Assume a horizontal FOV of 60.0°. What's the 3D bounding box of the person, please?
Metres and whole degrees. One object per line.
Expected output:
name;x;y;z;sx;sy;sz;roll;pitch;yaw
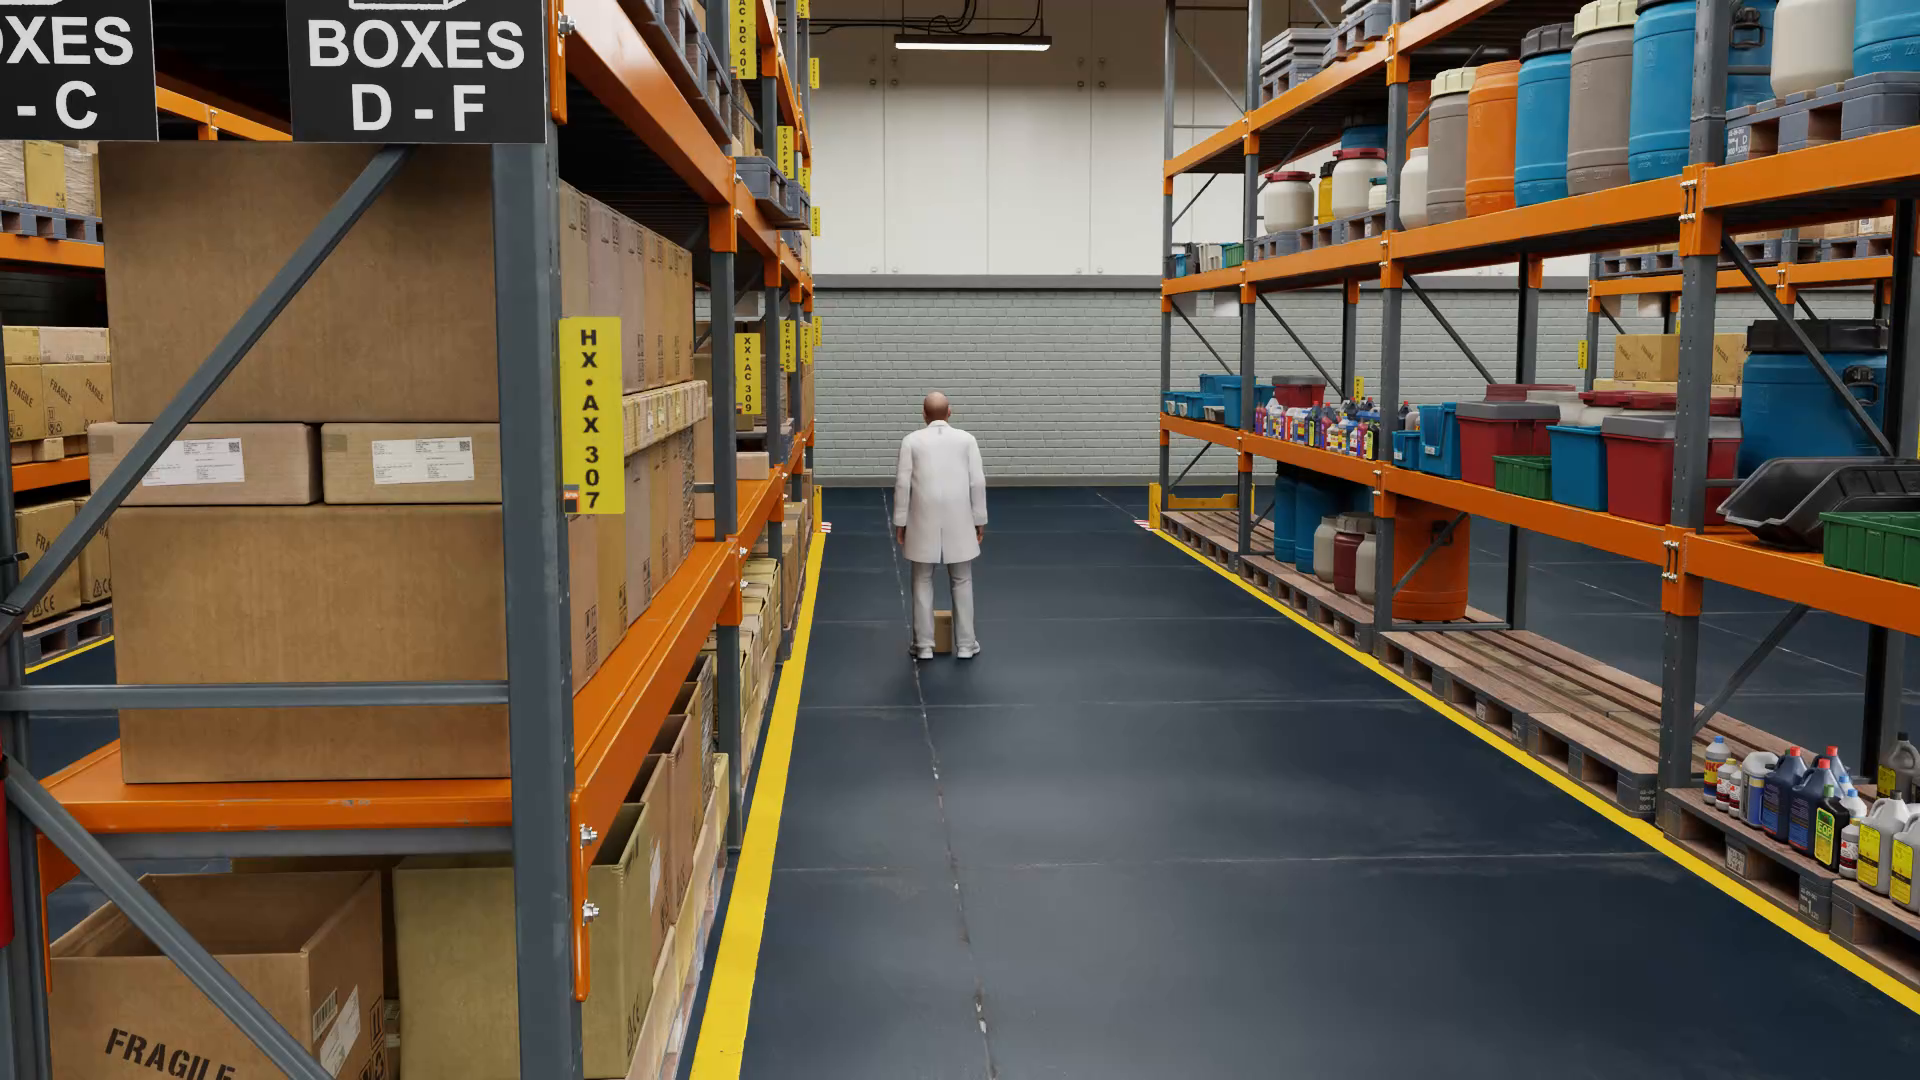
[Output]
person;-0.133;-0.098;11.140;0.640;1.773;0.427;-1;7;-5
